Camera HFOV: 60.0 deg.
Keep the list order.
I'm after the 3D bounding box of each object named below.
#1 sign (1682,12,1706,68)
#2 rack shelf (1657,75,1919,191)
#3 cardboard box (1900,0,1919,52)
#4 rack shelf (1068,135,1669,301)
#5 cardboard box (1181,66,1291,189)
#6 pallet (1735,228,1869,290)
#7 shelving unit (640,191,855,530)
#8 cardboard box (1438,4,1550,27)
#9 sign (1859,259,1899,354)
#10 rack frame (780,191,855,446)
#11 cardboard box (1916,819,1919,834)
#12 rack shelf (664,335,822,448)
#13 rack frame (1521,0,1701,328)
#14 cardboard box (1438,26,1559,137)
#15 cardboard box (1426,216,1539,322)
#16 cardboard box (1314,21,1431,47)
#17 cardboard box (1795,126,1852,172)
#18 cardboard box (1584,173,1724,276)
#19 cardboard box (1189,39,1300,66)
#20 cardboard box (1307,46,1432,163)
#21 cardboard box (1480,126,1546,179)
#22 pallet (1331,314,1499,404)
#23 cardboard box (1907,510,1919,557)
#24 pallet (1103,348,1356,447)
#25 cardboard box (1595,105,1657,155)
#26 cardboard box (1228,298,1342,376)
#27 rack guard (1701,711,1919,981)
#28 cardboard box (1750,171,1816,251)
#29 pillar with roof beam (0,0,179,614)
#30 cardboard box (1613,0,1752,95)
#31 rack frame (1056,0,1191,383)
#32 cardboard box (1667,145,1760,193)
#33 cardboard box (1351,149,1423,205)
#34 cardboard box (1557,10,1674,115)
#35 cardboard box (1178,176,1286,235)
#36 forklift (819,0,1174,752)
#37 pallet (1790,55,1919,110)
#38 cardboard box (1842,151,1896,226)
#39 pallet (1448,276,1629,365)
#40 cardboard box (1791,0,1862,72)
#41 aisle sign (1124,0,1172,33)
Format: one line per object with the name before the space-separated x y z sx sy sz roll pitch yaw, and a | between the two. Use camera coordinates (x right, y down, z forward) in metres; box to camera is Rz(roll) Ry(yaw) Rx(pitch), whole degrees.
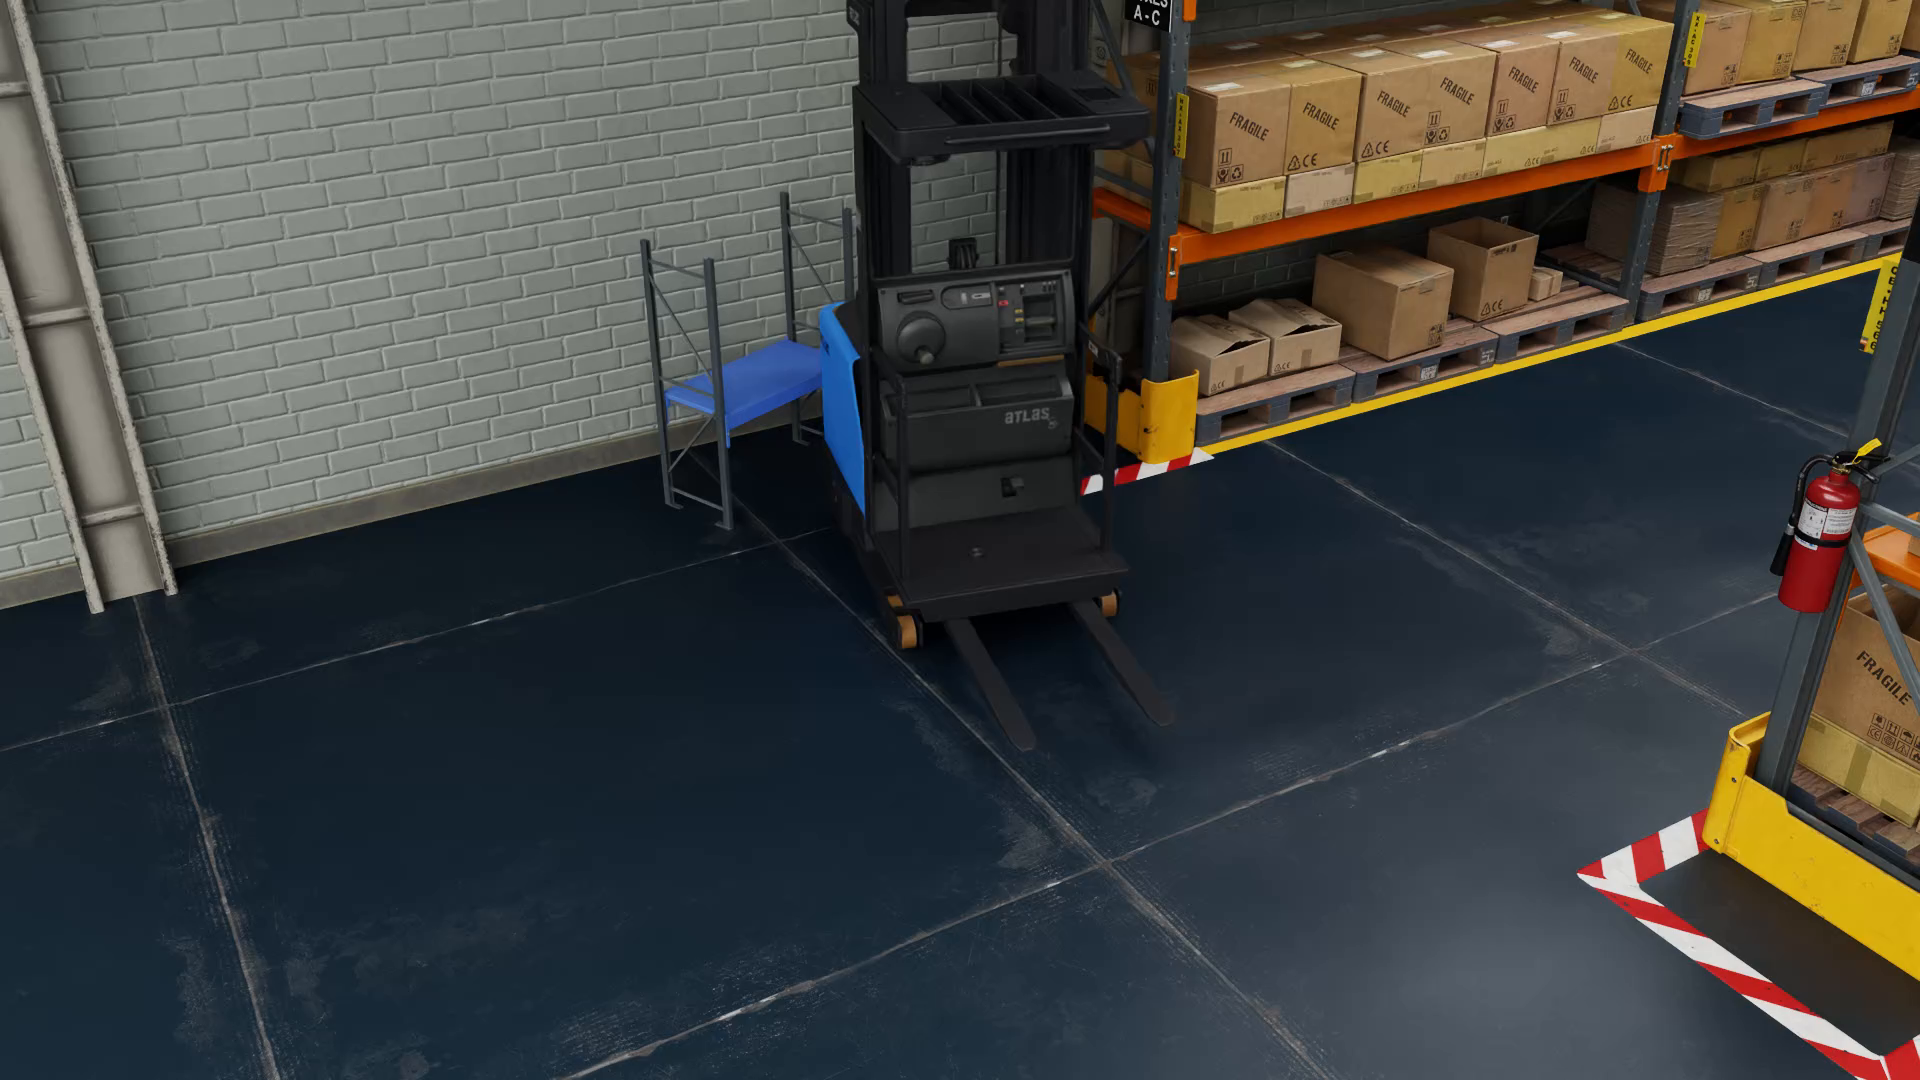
sign | 4.604 -3.137 10.434 0.005 0.325 0.100 -16 33 -26
rack shelf | 6.046 -3.157 12.110 4.000 0.370 1.077 -16 33 -26
cardboard box | 6.902 -3.930 12.208 0.500 0.500 0.700 -19 34 -31
rack shelf | 2.598 -2.177 10.336 4.000 0.370 1.077 -16 33 -26
cardboard box | 1.437 -2.266 9.110 0.500 0.500 0.500 -16 33 -26
pallet | 6.046 -2.253 12.614 1.213 0.211 1.003 -16 33 -26
shelving unit | -1.095 -0.980 8.974 0.538 1.500 1.048 21 35 33
cardboard box | 3.363 -3.100 10.622 0.500 0.500 0.500 -16 33 -27
sign | 3.123 -0.780 5.616 0.005 0.325 0.100 -16 33 -26
rack frame | -0.780 -1.173 9.323 0.500 1.500 0.032 21 35 33
cardboard box | 3.961 1.041 6.170 0.500 0.250 0.500 -16 33 -26
rack shelf | -1.095 -0.823 9.061 0.538 0.185 1.000 21 35 33
rack frame | 4.322 -2.982 11.049 0.127 3.000 1.000 -16 33 -26
cardboard box | 3.204 -2.765 10.015 0.500 0.500 0.500 -17 33 -28
cardboard box | 3.447 -1.809 11.056 0.500 0.500 0.500 -19 34 -30
cardboard box | 2.489 -2.849 10.166 0.500 0.500 0.500 -15 32 -26
cardboard box | 6.212 -2.948 12.343 0.500 0.250 0.500 -16 33 -27
cardboard box | 4.948 -2.267 11.886 0.500 0.500 0.700 -15 32 -25
cardboard box | 1.611 -2.597 9.710 0.500 0.500 0.500 -15 32 -26
cardboard box | 2.317 -2.507 9.546 0.500 0.500 0.500 -17 33 -28
cardboard box | 3.208 -2.435 10.192 0.500 0.250 0.500 -16 33 -27
pallet | 2.708 -1.281 10.853 1.213 0.211 1.003 -16 33 -26
cardboard box | 3.795 -0.093 5.710 0.500 0.500 0.700 -16 33 -26
pallet | 1.657 -0.985 10.316 1.213 0.211 1.003 -16 33 -26
cardboard box | 4.067 -2.683 10.641 0.500 0.250 0.500 -16 33 -26
cardboard box | 2.007 -1.290 10.310 0.500 0.311 0.500 -13 31 -22
rack guard | 3.365 1.160 6.130 0.348 0.500 1.175 -16 33 -26
cardboard box | 5.829 -2.523 12.349 0.500 0.500 0.700 -15 32 -26
pillar with roof beam | -1.953 -1.899 2.878 0.400 9.000 9.100 -16 33 -26
cardboard box | 4.778 -3.329 11.118 0.500 0.500 0.700 -16 33 -26
rack frame | 0.873 -2.003 9.275 0.127 3.000 1.000 -16 33 -26
cardboard box | 5.326 -2.705 11.902 0.500 0.250 0.500 -17 33 -27
cardboard box | 2.338 -2.188 9.745 0.500 0.250 0.500 -16 33 -27
cardboard box | 4.071 -3.009 10.456 0.500 0.500 0.500 -16 33 -26
cardboard box | 1.455 -1.933 9.283 0.500 0.250 0.500 -17 33 -28
forklift | 0.143 -0.980 7.493 1.130 2.935 3.031 -8 30 -14
pallet | 6.085 -3.375 11.961 1.213 0.211 1.003 -16 33 -26
cardboard box | 6.673 -2.784 12.821 0.500 0.500 0.700 -16 33 -26
pallet | 3.761 -1.582 11.398 1.213 0.211 1.003 -16 33 -26
cardboard box | 5.815 -3.637 11.677 0.500 0.500 0.700 -11 31 -20
aisle sign | 0.963 -2.998 8.388 0.004 0.787 0.394 -16 33 -26
